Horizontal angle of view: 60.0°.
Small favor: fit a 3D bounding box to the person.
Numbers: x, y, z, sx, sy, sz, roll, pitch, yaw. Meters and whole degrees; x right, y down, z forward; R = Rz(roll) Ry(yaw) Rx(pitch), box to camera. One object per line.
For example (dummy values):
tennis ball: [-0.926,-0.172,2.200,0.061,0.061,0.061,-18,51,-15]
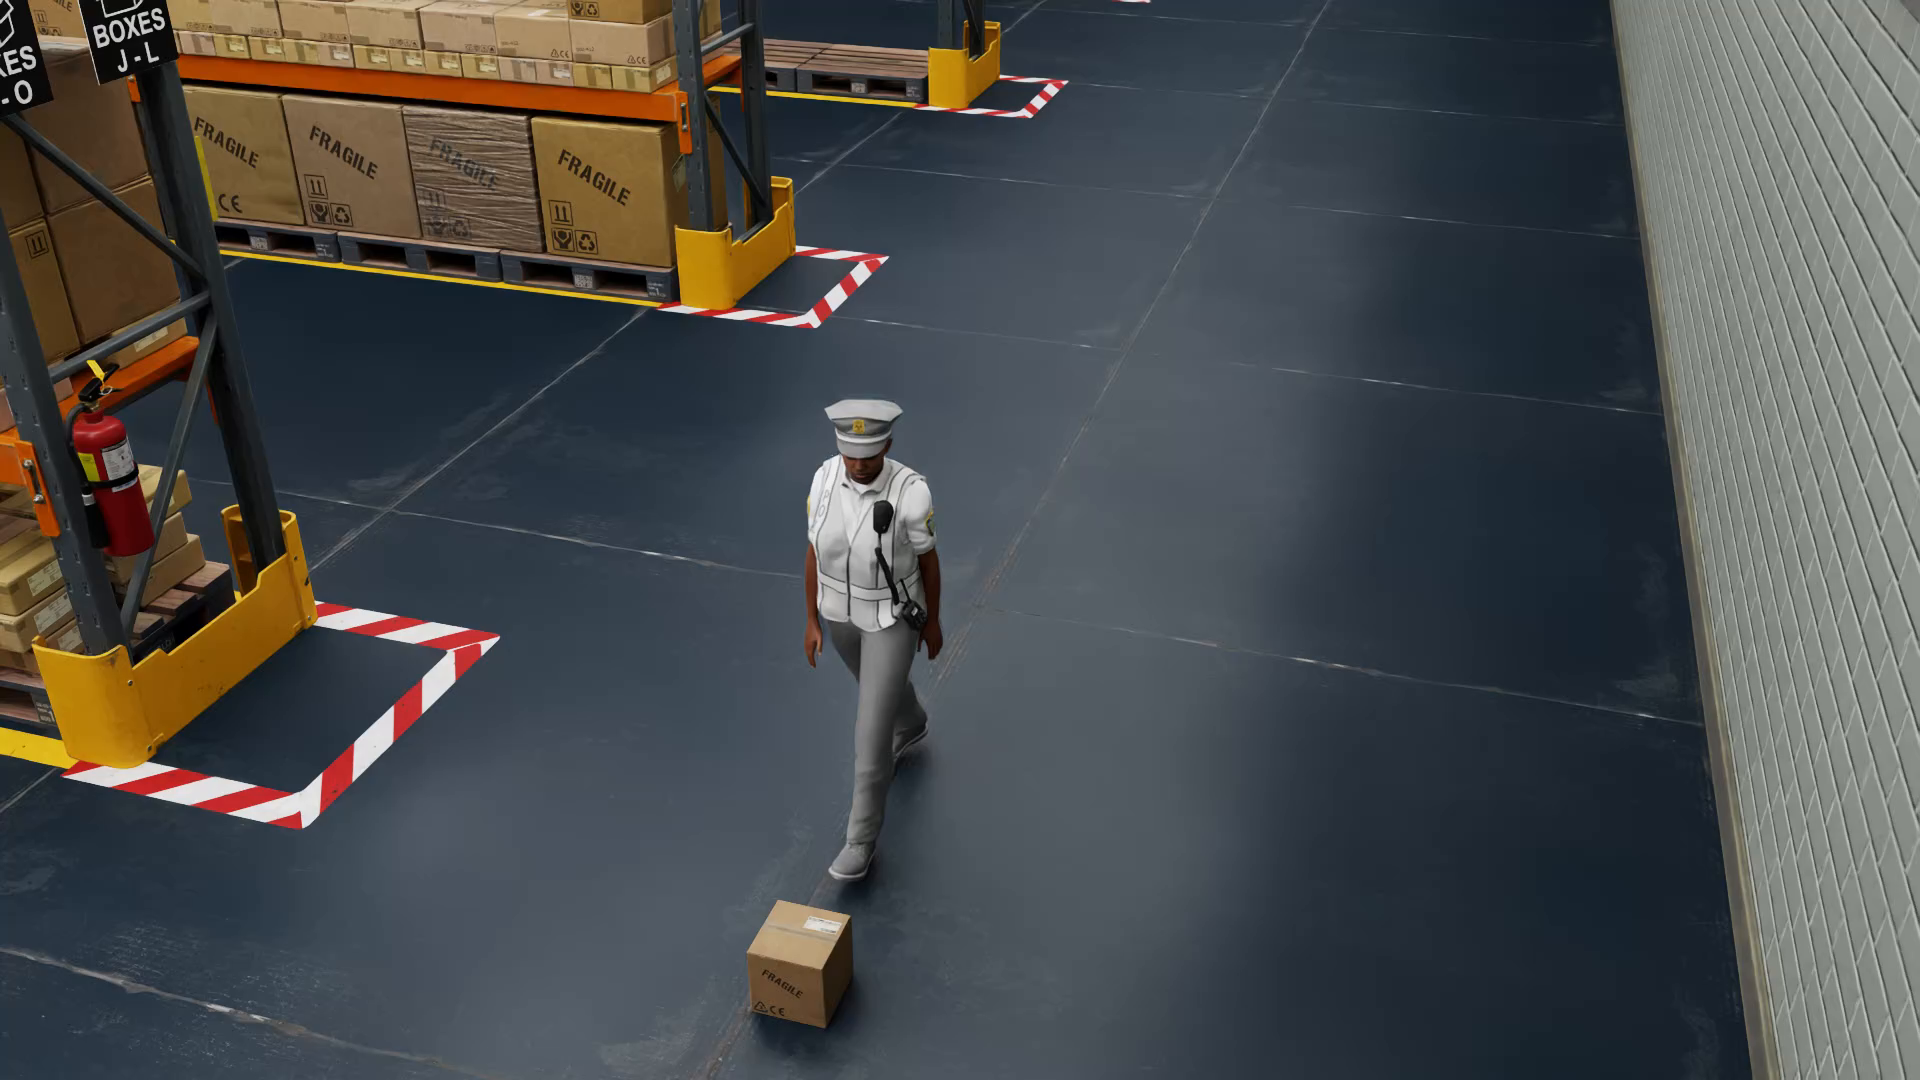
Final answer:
person: [-0.319,0.268,5.638,0.434,1.624,0.939,16,33,26]
